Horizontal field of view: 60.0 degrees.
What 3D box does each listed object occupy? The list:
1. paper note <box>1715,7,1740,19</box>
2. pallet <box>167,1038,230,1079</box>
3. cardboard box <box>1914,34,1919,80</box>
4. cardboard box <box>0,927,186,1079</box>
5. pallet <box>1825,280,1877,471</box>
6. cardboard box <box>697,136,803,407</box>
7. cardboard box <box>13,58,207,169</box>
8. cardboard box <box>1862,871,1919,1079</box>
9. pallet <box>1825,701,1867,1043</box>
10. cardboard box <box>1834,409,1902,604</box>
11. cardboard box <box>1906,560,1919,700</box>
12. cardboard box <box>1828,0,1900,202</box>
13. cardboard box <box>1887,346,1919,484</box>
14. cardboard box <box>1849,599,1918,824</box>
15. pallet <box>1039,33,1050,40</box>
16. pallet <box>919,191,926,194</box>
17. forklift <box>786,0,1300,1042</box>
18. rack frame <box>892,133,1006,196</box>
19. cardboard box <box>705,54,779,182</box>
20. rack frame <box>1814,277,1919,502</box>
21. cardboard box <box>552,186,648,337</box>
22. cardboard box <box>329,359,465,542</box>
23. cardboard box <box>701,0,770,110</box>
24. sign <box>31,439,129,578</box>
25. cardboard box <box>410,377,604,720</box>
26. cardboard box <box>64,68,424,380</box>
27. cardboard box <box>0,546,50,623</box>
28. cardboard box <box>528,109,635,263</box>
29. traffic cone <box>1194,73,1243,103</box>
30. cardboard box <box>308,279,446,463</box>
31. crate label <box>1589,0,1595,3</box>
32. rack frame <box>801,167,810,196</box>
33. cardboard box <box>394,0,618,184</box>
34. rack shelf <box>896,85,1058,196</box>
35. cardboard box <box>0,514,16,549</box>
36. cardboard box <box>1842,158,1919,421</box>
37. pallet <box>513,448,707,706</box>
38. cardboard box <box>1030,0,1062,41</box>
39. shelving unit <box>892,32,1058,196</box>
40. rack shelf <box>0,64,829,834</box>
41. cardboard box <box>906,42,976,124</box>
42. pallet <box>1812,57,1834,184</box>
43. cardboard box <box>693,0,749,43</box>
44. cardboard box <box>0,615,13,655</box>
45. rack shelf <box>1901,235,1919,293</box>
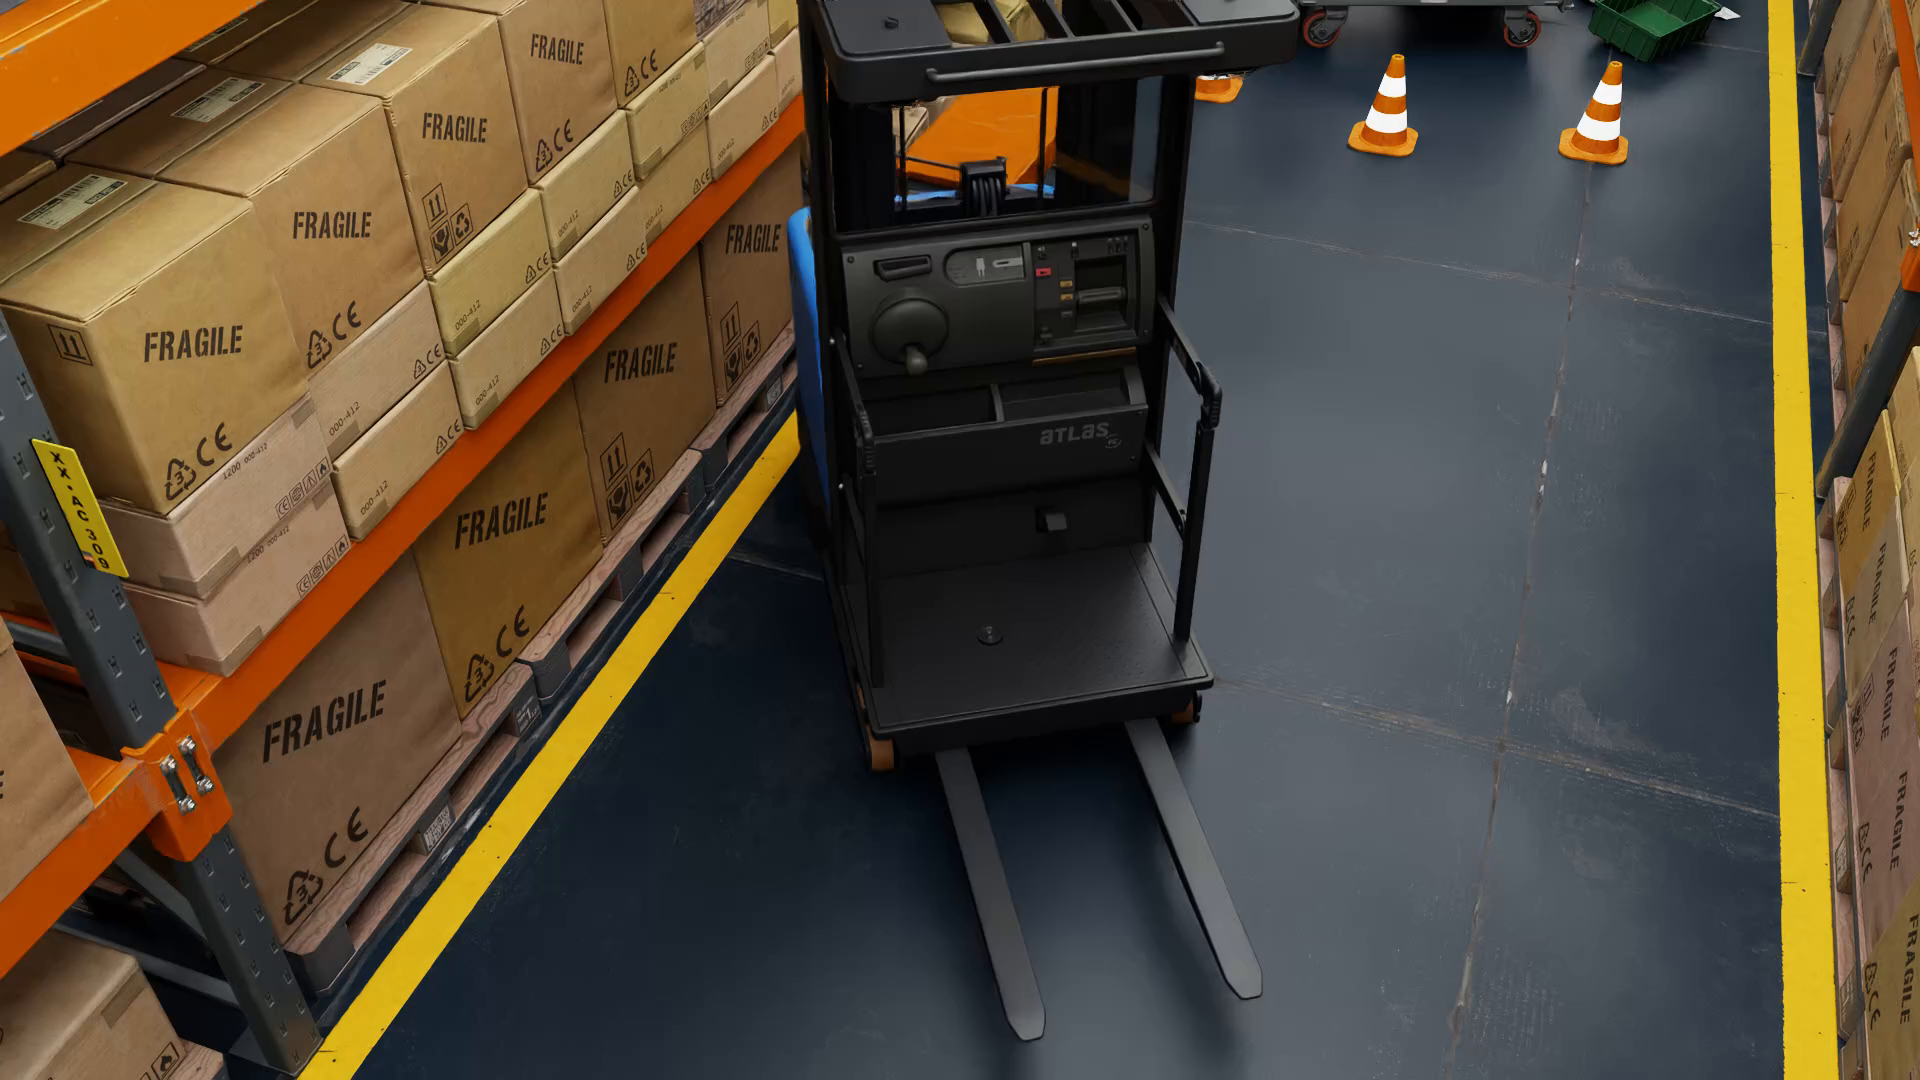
[{"bbox_3d":[4.546,-3.145,9.913,0.147,0.020,0.142,-13,42,-15],"label":"paper note"},{"bbox_3d":[-2.588,1.686,4.111,1.003,0.211,1.213,13,42,15],"label":"pallet"},{"bbox_3d":[3.873,-1.900,6.089,0.500,0.500,0.500,13,42,15],"label":"cardboard box"},{"bbox_3d":[-2.570,1.353,4.004,0.875,0.438,0.875,13,42,14],"label":"cardboard box"},{"bbox_3d":[4.140,-0.627,6.823,1.003,0.211,1.213,13,42,15],"label":"pallet"},{"bbox_3d":[-1.201,-1.210,6.670,0.875,0.875,0.875,13,42,15],"label":"cardboard box"},{"bbox_3d":[-2.168,-0.885,4.129,0.500,0.500,0.500,14,42,16],"label":"cardboard box"},{"bbox_3d":[2.624,1.187,4.150,0.500,0.500,0.500,12,42,14],"label":"cardboard box"},{"bbox_3d":[3.112,1.055,4.851,1.003,0.211,1.213,13,42,15],"label":"pallet"},{"bbox_3d":[3.318,-0.058,5.609,0.500,0.500,0.500,12,42,13],"label":"cardboard box"},{"bbox_3d":[2.982,0.257,4.662,0.500,0.250,0.500,14,42,15],"label":"cardboard box"},{"bbox_3d":[4.706,-1.981,7.671,1.050,0.750,0.750,13,42,15],"label":"cardboard box"},{"bbox_3d":[3.336,-0.351,5.375,0.500,0.250,0.500,11,42,13],"label":"cardboard box"},{"bbox_3d":[2.978,0.564,4.881,0.500,0.500,0.500,12,42,14],"label":"cardboard box"},{"bbox_3d":[0.216,-3.165,9.797,1.003,0.211,1.213,13,42,15],"label":"pallet"},{"bbox_3d":[-0.618,-1.676,8.052,1.003,0.211,1.213,13,42,15],"label":"pallet"},{"bbox_3d":[0.169,-0.635,4.736,1.130,2.935,3.031,-8,41,-9],"label":"forklift"},{"bbox_3d":[-0.063,-1.055,6.619,0.500,1.125,0.032,16,43,18],"label":"rack frame"},{"bbox_3d":[-0.976,-1.523,5.839,0.500,0.250,0.500,14,42,16],"label":"cardboard box"},{"bbox_3d":[3.800,-1.224,5.373,1.000,3.000,0.127,13,42,15],"label":"rack frame"},{"bbox_3d":[-1.311,-0.902,5.111,0.500,0.250,0.500,13,42,14],"label":"cardboard box"},{"bbox_3d":[-1.680,-0.290,4.394,0.500,0.250,0.500,12,42,14],"label":"cardboard box"},{"bbox_3d":[-0.985,-1.729,5.695,0.500,0.250,0.500,12,42,14],"label":"cardboard box"},{"bbox_3d":[-1.732,-0.058,3.279,0.100,0.325,0.005,13,42,15],"label":"sign"},{"bbox_3d":[-1.816,-0.121,5.395,0.875,0.875,0.875,14,43,16],"label":"cardboard box"},{"bbox_3d":[-1.686,-0.761,3.983,0.500,0.500,0.500,13,42,15],"label":"cardboard box"},{"bbox_3d":[-2.338,-0.094,4.164,0.500,0.250,0.500,12,42,14],"label":"cardboard box"},{"bbox_3d":[-1.319,-1.095,4.953,0.500,0.250,0.500,12,42,14],"label":"cardboard box"},{"bbox_3d":[1.373,-2.668,9.021,0.336,0.463,0.334,13,42,15],"label":"traffic cone"},{"bbox_3d":[-1.687,-0.484,4.237,0.500,0.250,0.500,14,42,16],"label":"cardboard box"},{"bbox_3d":[3.890,-3.338,10.057,0.298,0.136,0.250,-13,42,-15],"label":"crate label"},{"bbox_3d":[-0.887,-2.261,6.589,1.000,3.000,0.127,13,42,15],"label":"rack frame"},{"bbox_3d":[-1.341,-1.383,4.712,0.500,0.500,0.500,13,42,14],"label":"cardboard box"},{"bbox_3d":[0.143,-1.579,6.783,0.538,0.278,1.000,16,43,18],"label":"rack shelf"},{"bbox_3d":[-2.332,-0.277,3.994,0.500,0.250,0.500,13,42,15],"label":"cardboard box"},{"bbox_3d":[4.092,-0.879,6.379,1.050,0.750,0.750,13,42,14],"label":"cardboard box"},{"bbox_3d":[-1.646,0.006,6.081,1.003,0.211,1.213,13,42,15],"label":"pallet"},{"bbox_3d":[0.062,-3.101,9.275,0.950,0.372,0.625,16,43,18],"label":"cardboard box"},{"bbox_3d":[0.143,-1.356,6.973,0.538,1.125,1.048,16,43,18],"label":"shelving unit"},{"bbox_3d":[-1.571,-0.767,5.393,1.077,0.370,4.000,13,42,15],"label":"rack shelf"},{"bbox_3d":[-0.439,-2.215,8.236,0.950,0.372,0.625,13,42,14],"label":"cardboard box"},{"bbox_3d":[4.974,-2.115,8.567,1.003,0.211,1.213,13,42,15],"label":"pallet"},{"bbox_3d":[-0.985,-1.991,5.425,0.500,0.500,0.500,14,42,16],"label":"cardboard box"},{"bbox_3d":[-2.156,0.109,2.963,0.500,0.500,0.500,13,42,15],"label":"cardboard box"},{"bbox_3d":[3.116,0.270,4.177,1.077,0.370,4.000,13,42,15],"label":"rack shelf"}]
